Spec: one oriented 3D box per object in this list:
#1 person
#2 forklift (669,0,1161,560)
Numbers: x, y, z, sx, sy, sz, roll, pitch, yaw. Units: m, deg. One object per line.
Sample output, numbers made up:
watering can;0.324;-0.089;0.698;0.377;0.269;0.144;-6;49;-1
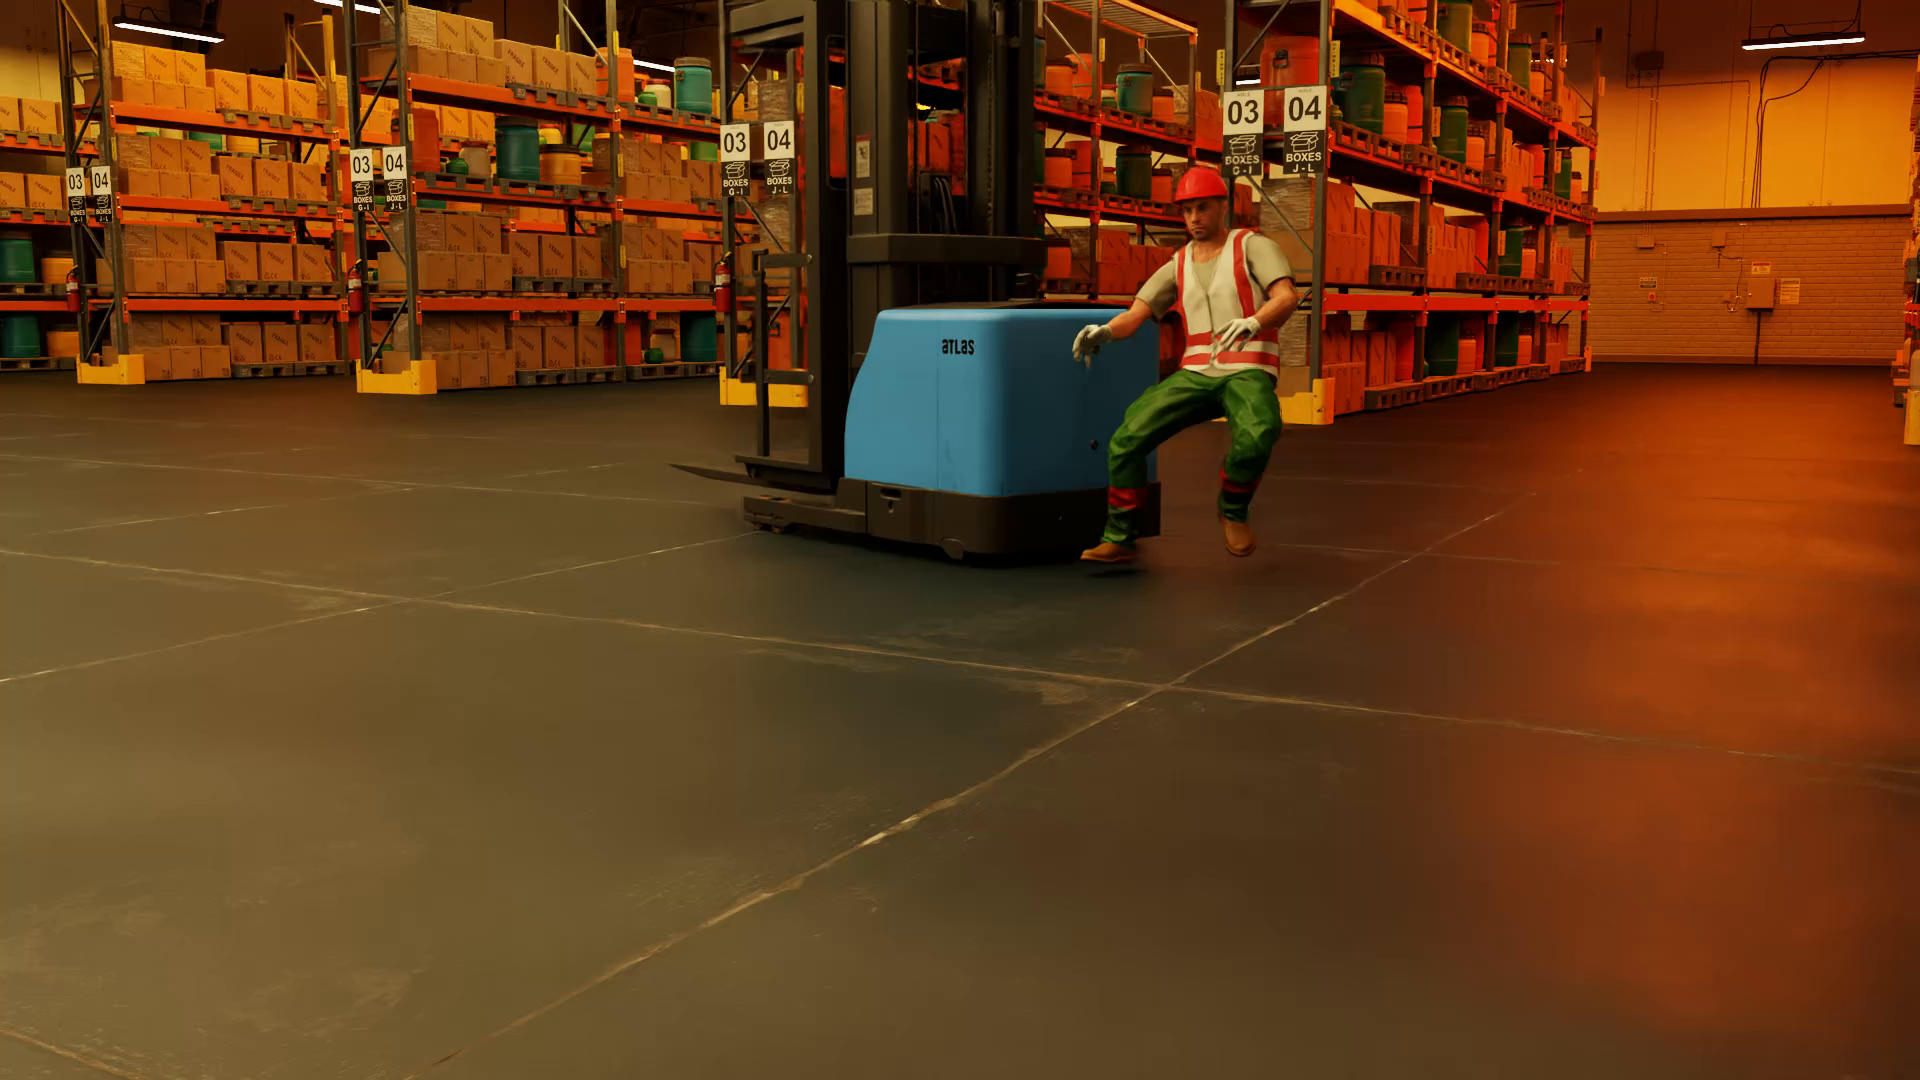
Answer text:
person;0.899;-0.667;6.552;0.784;1.599;0.740;5;9;32
forklift;-0.414;-1.522;8.123;1.130;2.935;3.031;-6;10;-38
